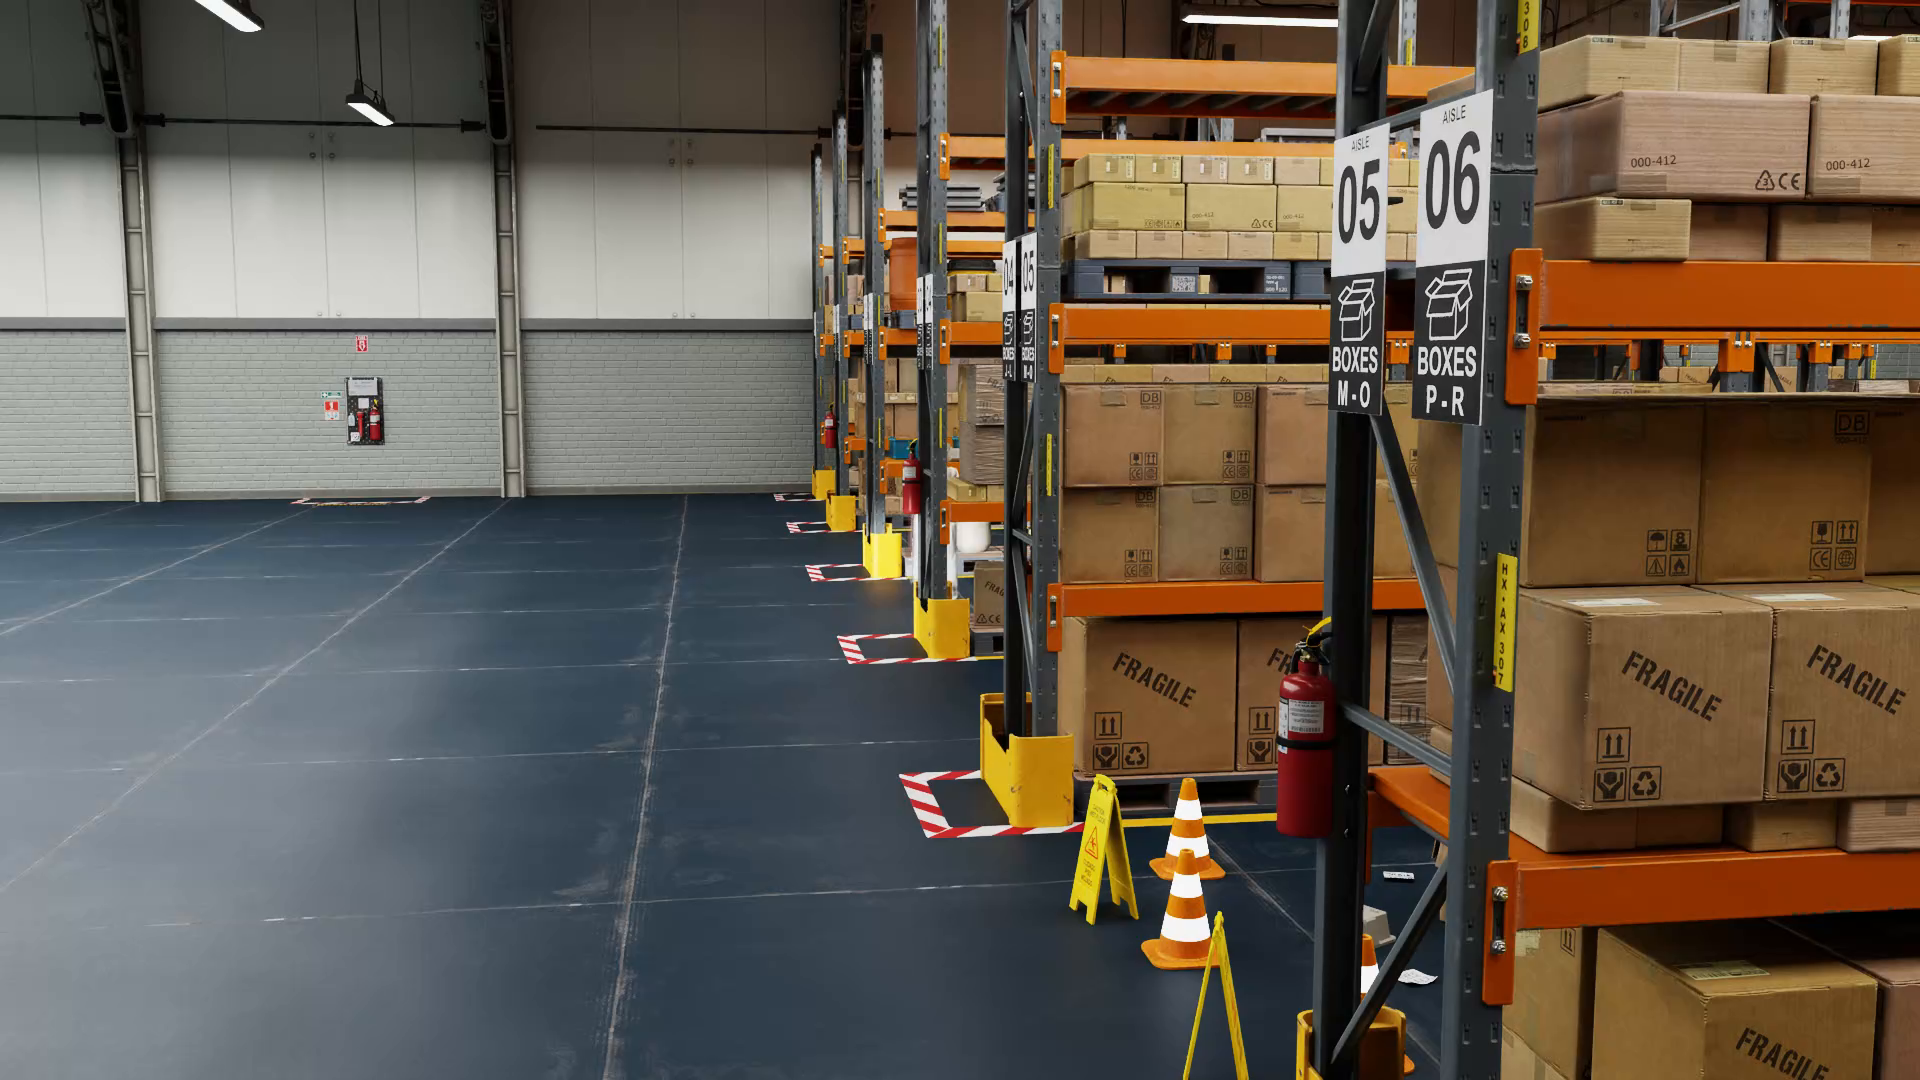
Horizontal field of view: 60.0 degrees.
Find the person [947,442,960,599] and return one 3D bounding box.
[{"bbox_3d":[-0.228,-0.184,16.787,0.486,1.692,0.503,-1,7,-9],"label":"person"}]
